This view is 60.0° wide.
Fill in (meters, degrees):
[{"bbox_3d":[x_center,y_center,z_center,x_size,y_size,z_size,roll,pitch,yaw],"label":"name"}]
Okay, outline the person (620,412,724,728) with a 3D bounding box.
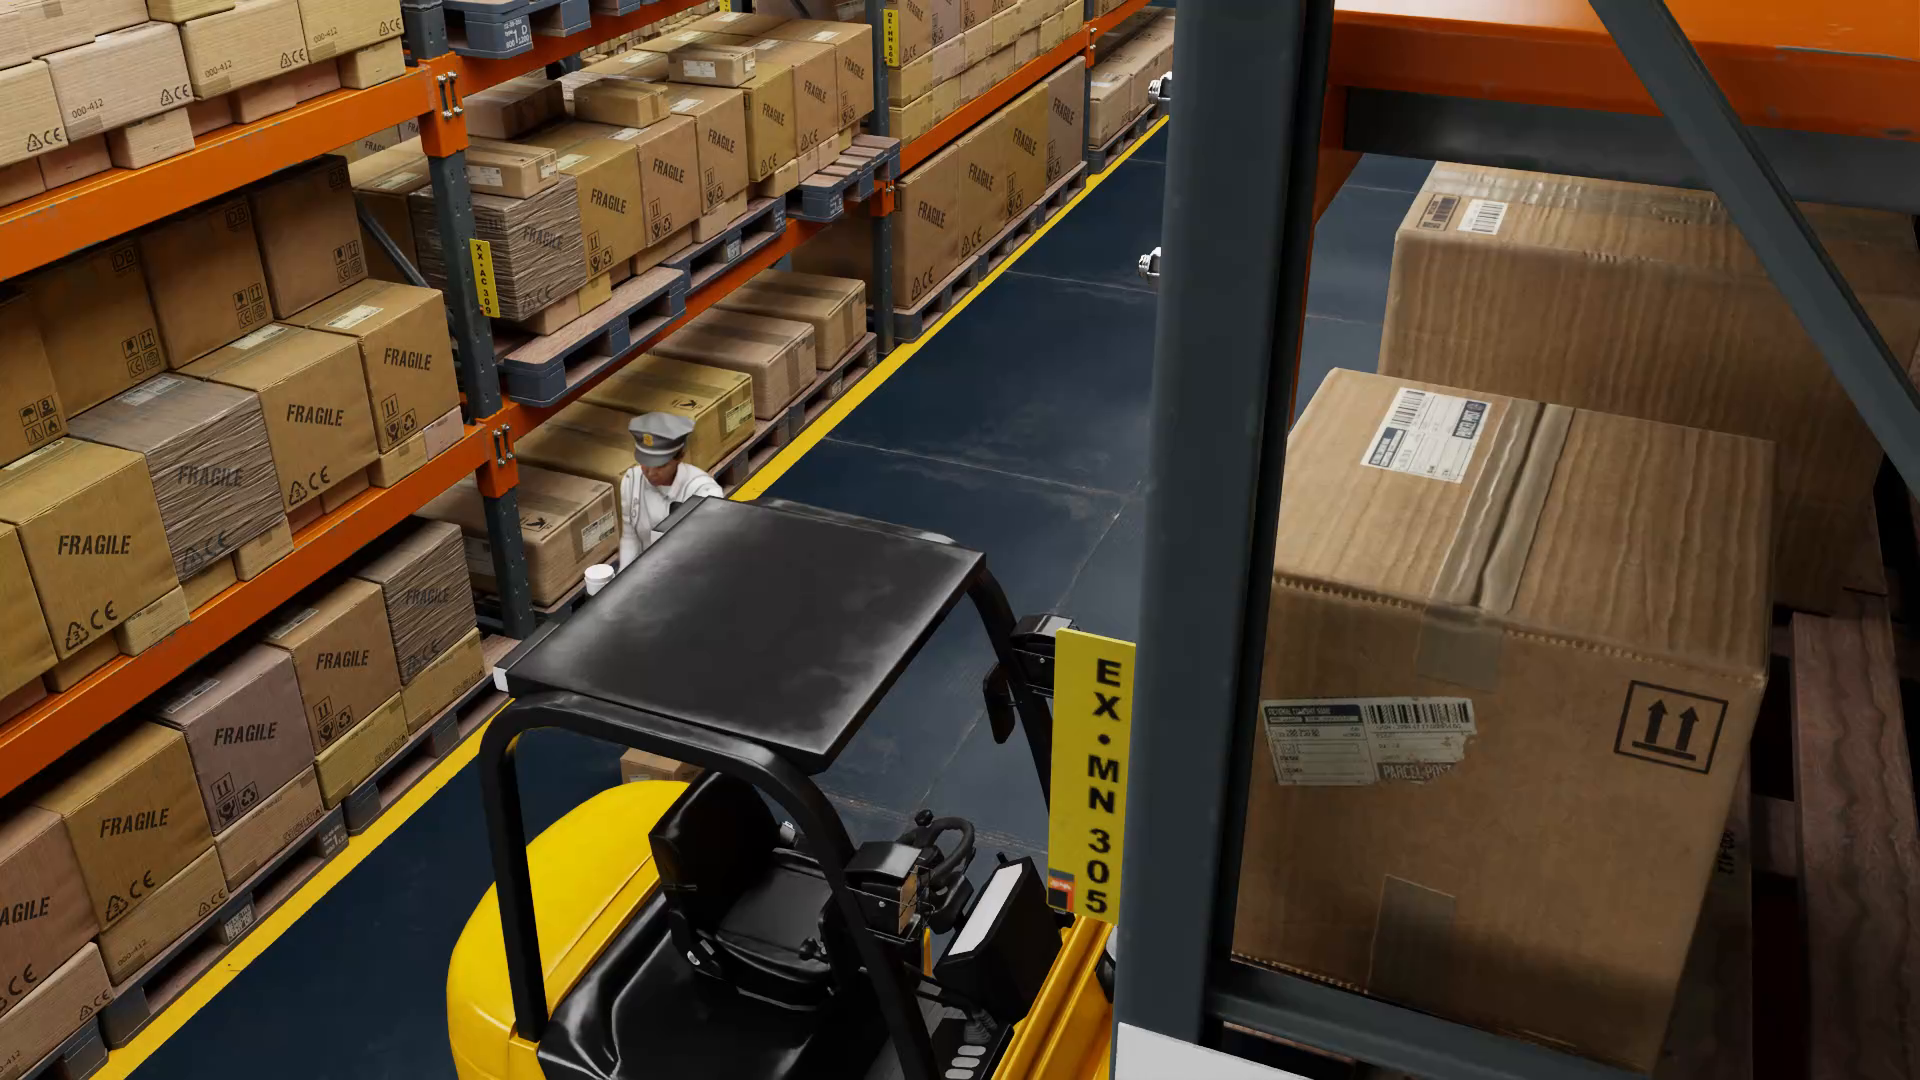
[{"bbox_3d":[-1.141,0.243,6.701,0.531,1.662,0.414,10,31,17],"label":"person"}]
